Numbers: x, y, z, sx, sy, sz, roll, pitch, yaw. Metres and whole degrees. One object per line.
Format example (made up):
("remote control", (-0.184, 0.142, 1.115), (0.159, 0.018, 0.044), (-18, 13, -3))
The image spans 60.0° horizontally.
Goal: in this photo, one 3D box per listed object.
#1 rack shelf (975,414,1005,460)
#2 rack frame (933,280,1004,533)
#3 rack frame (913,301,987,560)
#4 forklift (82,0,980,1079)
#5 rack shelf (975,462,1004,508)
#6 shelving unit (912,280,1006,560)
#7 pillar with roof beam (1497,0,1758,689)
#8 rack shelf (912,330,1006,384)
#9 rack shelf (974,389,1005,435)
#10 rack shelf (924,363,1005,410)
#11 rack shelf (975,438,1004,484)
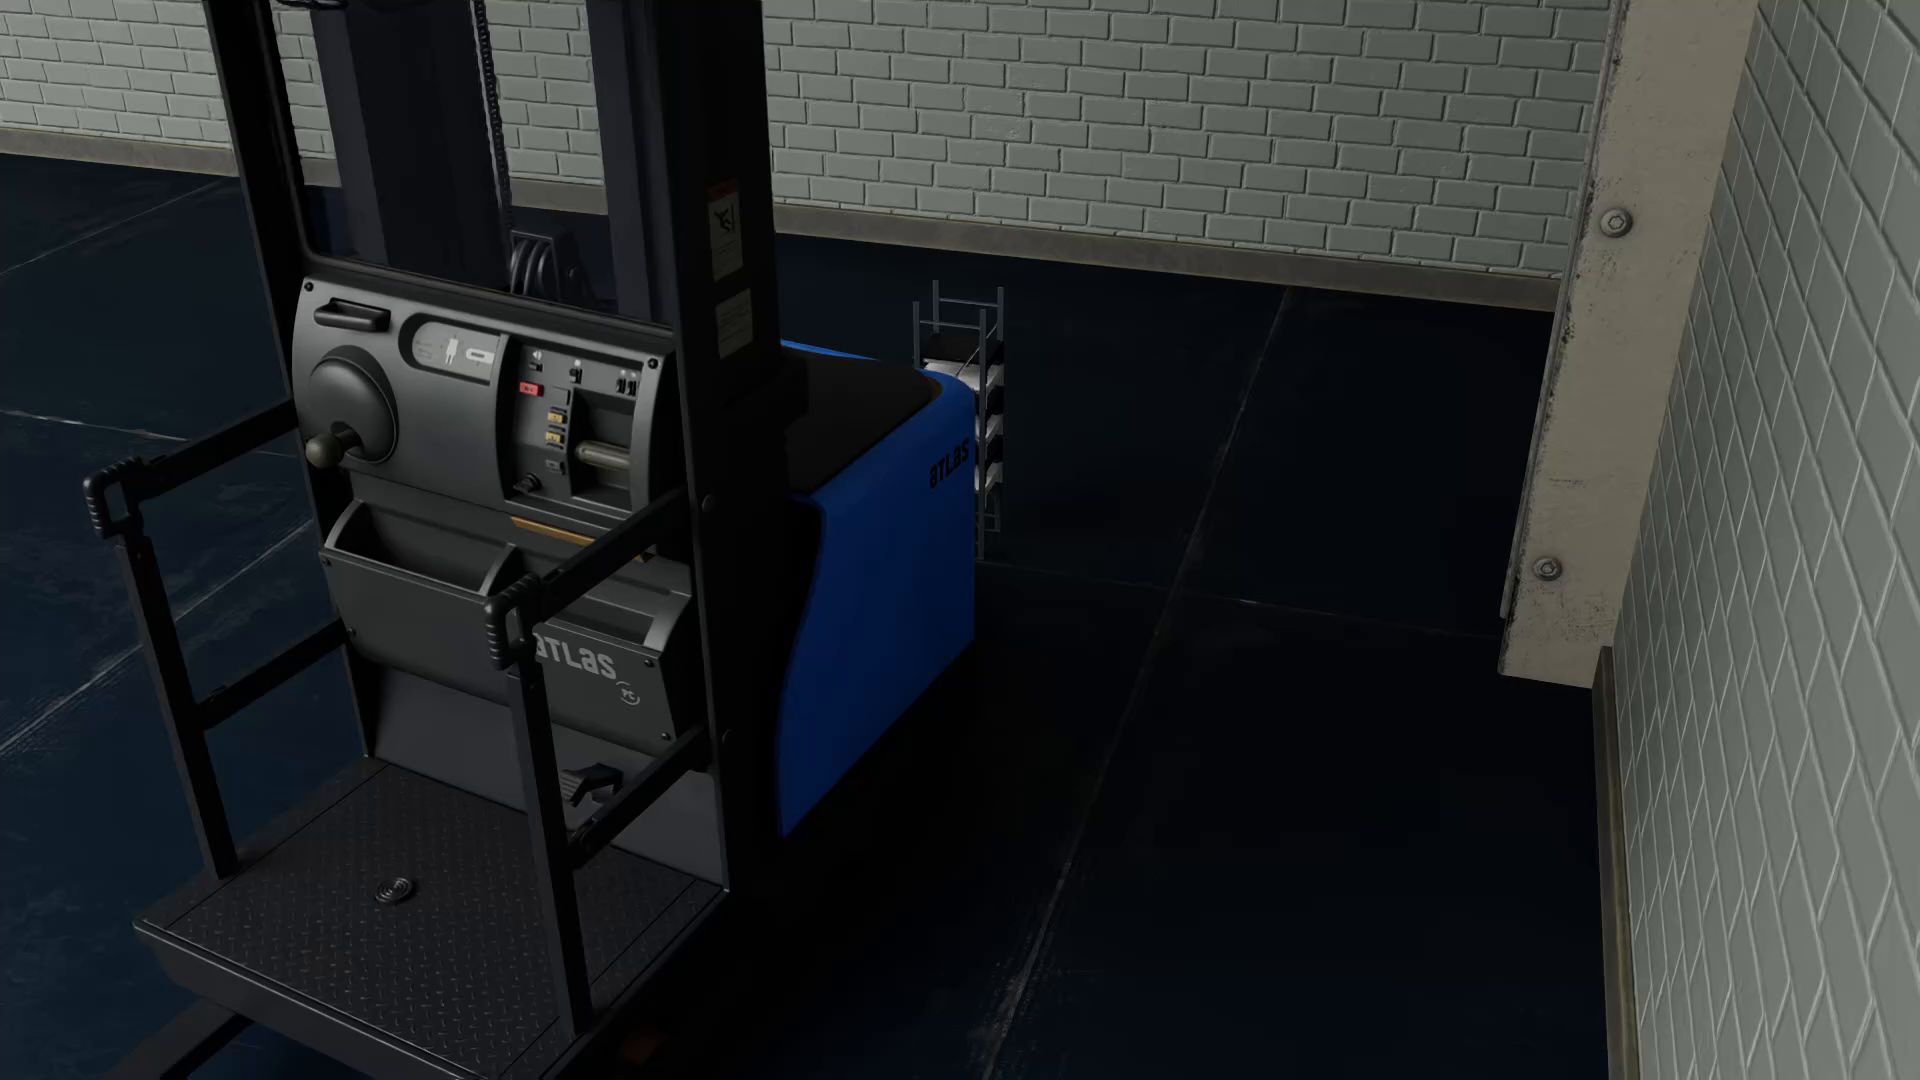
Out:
("rack shelf", (-0.002, -0.360, 5.541), (0.258, 0.077, 0.200), (8, 30, 15))
("rack frame", (0.027, -0.437, 5.609), (0.240, 0.900, 0.006), (8, 30, 15))
("rack frame", (-0.032, -0.342, 5.440), (0.240, 0.900, 0.006), (8, 30, 15))
("forklift", (-1.073, -0.234, 3.156), (1.130, 2.935, 3.031), (14, 32, 24))
("rack shelf", (-0.002, -0.203, 5.628), (0.258, 0.077, 0.200), (8, 30, 15))
("shelving unit", (-0.002, -0.389, 5.524), (0.258, 0.900, 0.210), (8, 30, 15))
("pillar with roof beam", (-2.286, -4.213, 4.067), (9.100, 9.000, 0.400), (8, 30, 15))
("rack shelf", (-0.002, -0.596, 5.409), (0.258, 0.077, 0.200), (8, 30, 15))
("rack shelf", (-0.002, -0.439, 5.497), (0.258, 0.077, 0.200), (8, 30, 15))
("rack shelf", (-0.002, -0.518, 5.453), (0.258, 0.077, 0.200), (8, 30, 15))
("rack shelf", (-0.002, -0.282, 5.584), (0.258, 0.077, 0.200), (8, 30, 15))
